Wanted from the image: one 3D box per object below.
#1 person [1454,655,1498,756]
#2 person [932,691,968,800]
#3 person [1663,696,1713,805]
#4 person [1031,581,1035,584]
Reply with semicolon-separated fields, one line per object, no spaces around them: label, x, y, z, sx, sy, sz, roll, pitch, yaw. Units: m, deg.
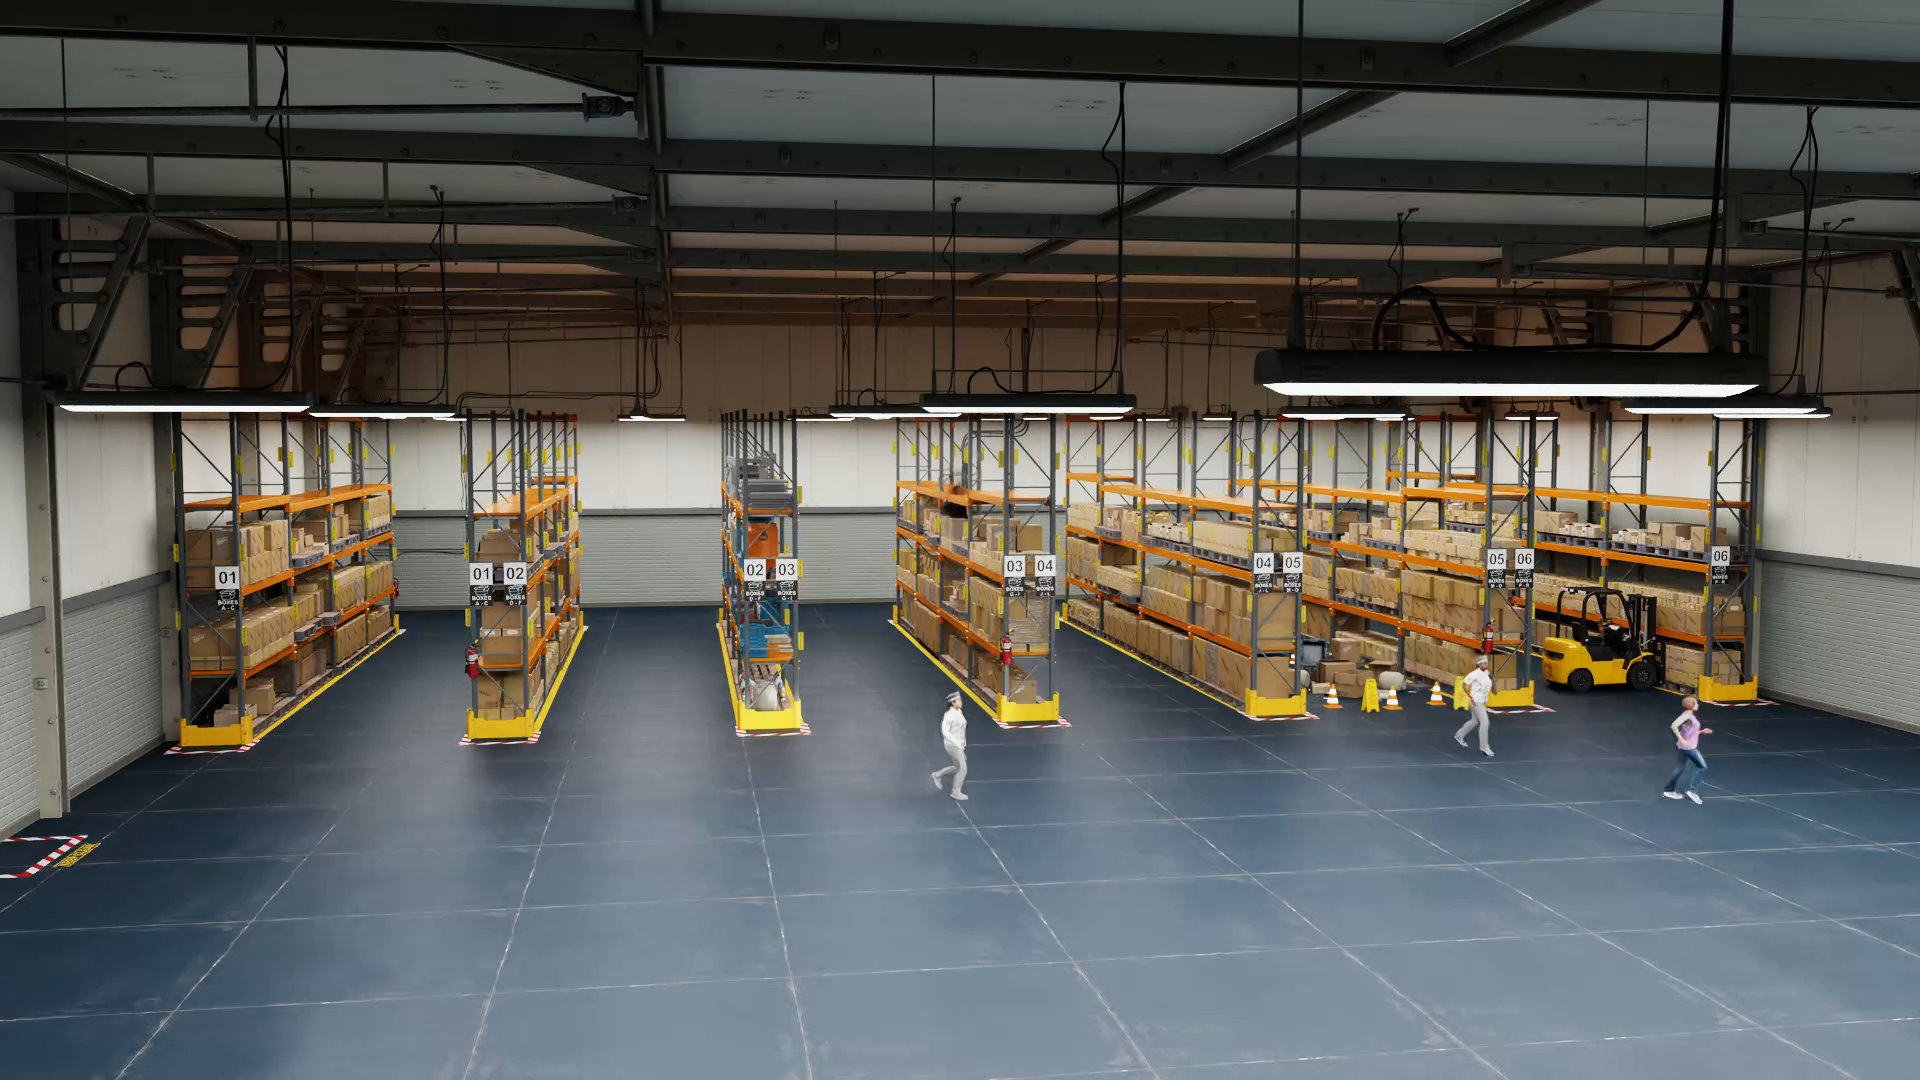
person;9.020;2.848;29.036;0.796;1.735;0.576;4;5;43
person;-0.156;3.127;25.450;0.609;1.659;0.648;1;4;15
person;11.000;3.171;25.124;0.663;1.615;0.515;1;4;19
person;1.970;1.606;47.241;0.617;1.645;0.627;0;4;-7
